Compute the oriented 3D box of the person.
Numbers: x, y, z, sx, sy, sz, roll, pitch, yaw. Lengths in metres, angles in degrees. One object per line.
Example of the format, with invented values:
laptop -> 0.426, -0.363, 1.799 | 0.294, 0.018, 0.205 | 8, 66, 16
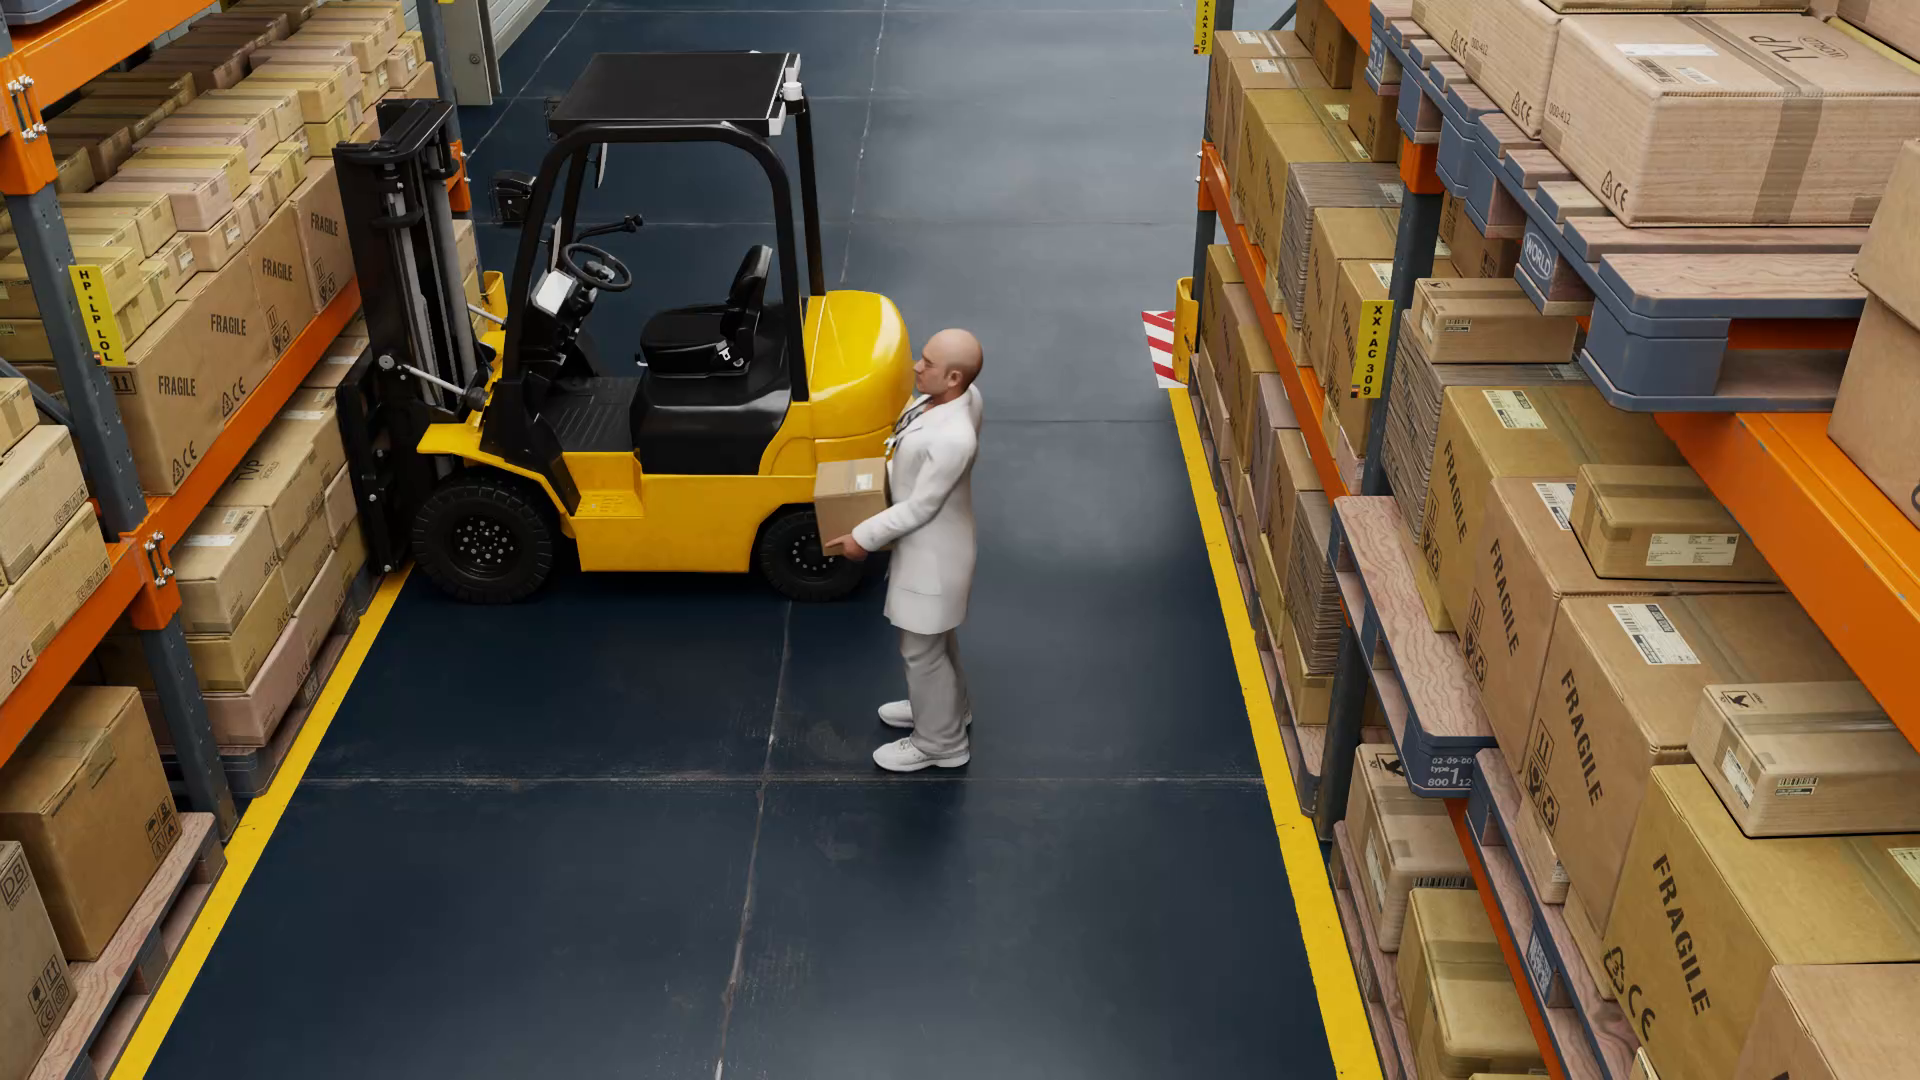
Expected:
person -> -0.200, 0.041, 6.085 | 0.563, 1.769, 0.529 | 0, 31, 0
